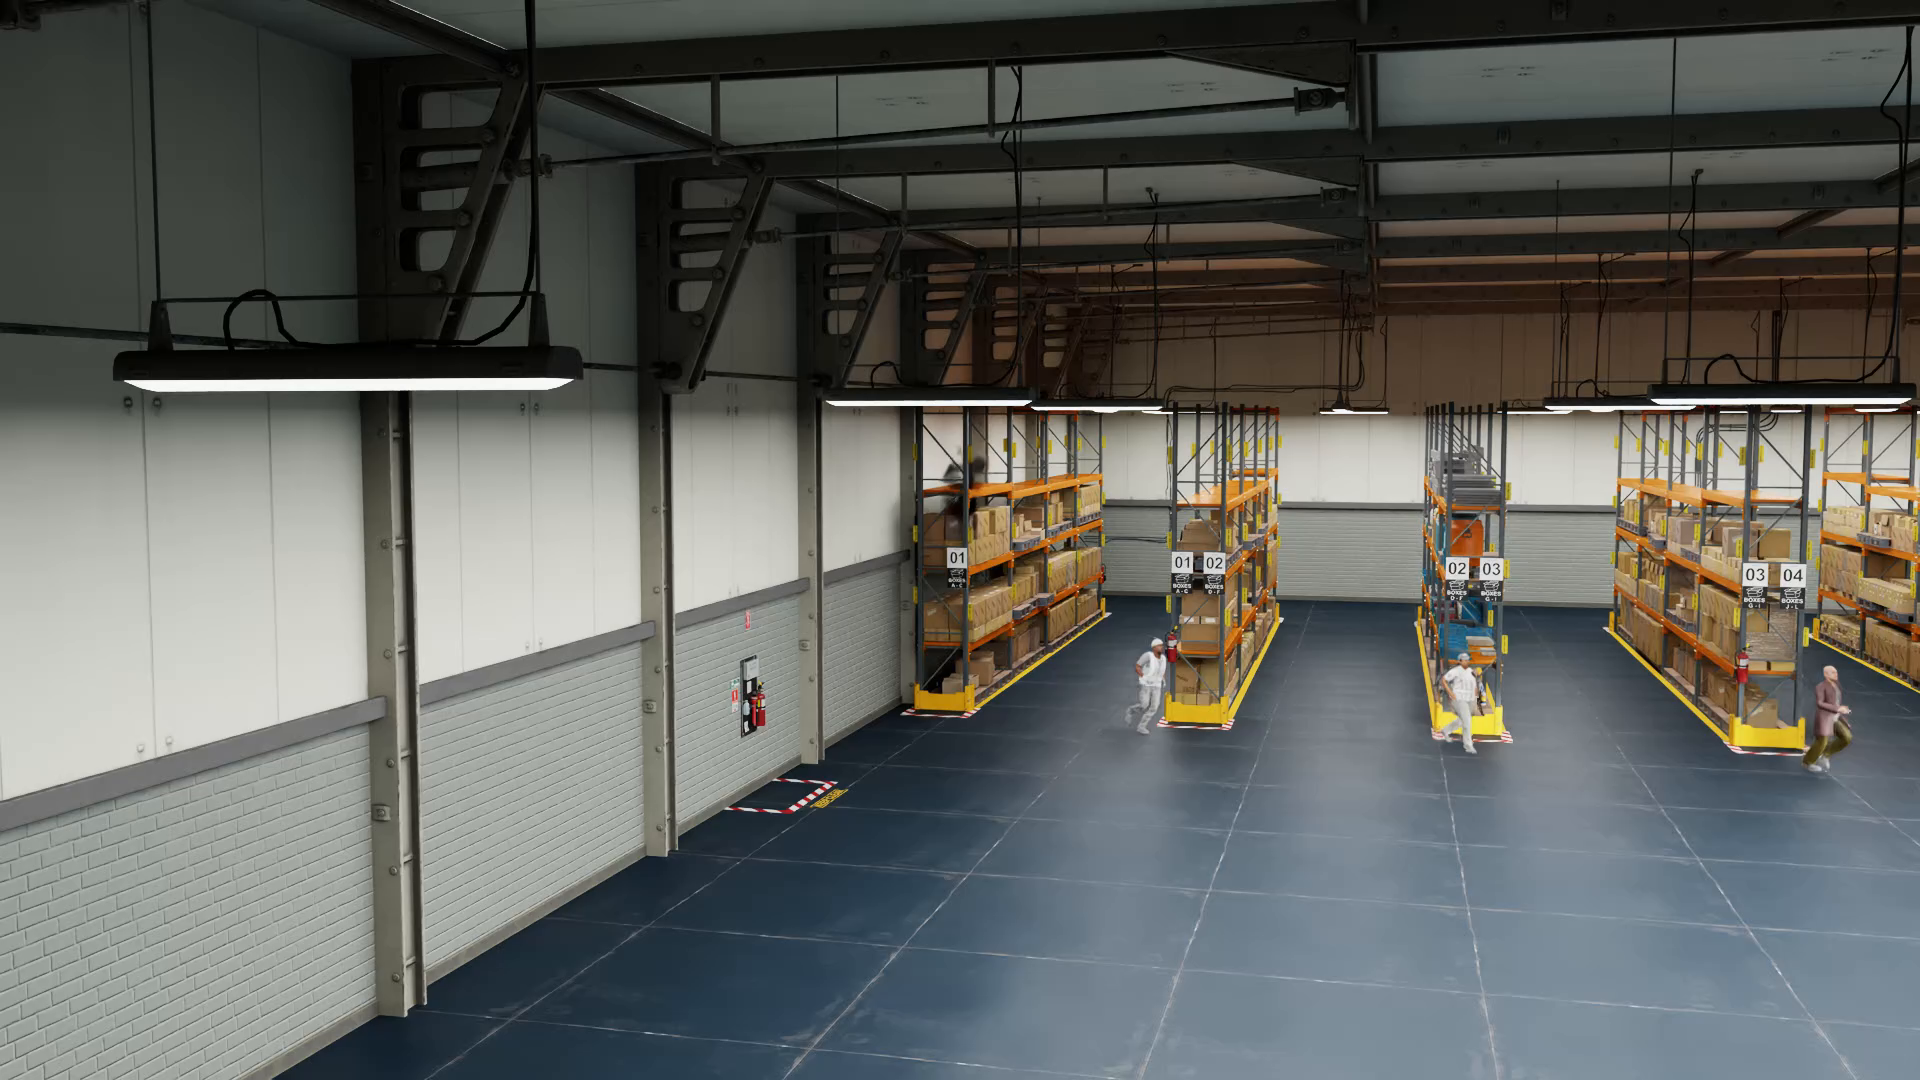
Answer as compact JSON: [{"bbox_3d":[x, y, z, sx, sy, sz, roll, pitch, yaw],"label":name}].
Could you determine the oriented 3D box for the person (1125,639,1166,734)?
[{"bbox_3d":[3.462,2.638,30.377,0.727,1.695,0.689,-2,5,-29],"label":"person"}]

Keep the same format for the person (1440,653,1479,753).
[{"bbox_3d":[8.661,2.799,28.734,0.636,1.687,0.857,-3,5,-38],"label":"person"}]

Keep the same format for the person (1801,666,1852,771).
[{"bbox_3d":[13.964,2.875,26.682,0.737,1.737,0.840,-2,5,-26],"label":"person"}]
